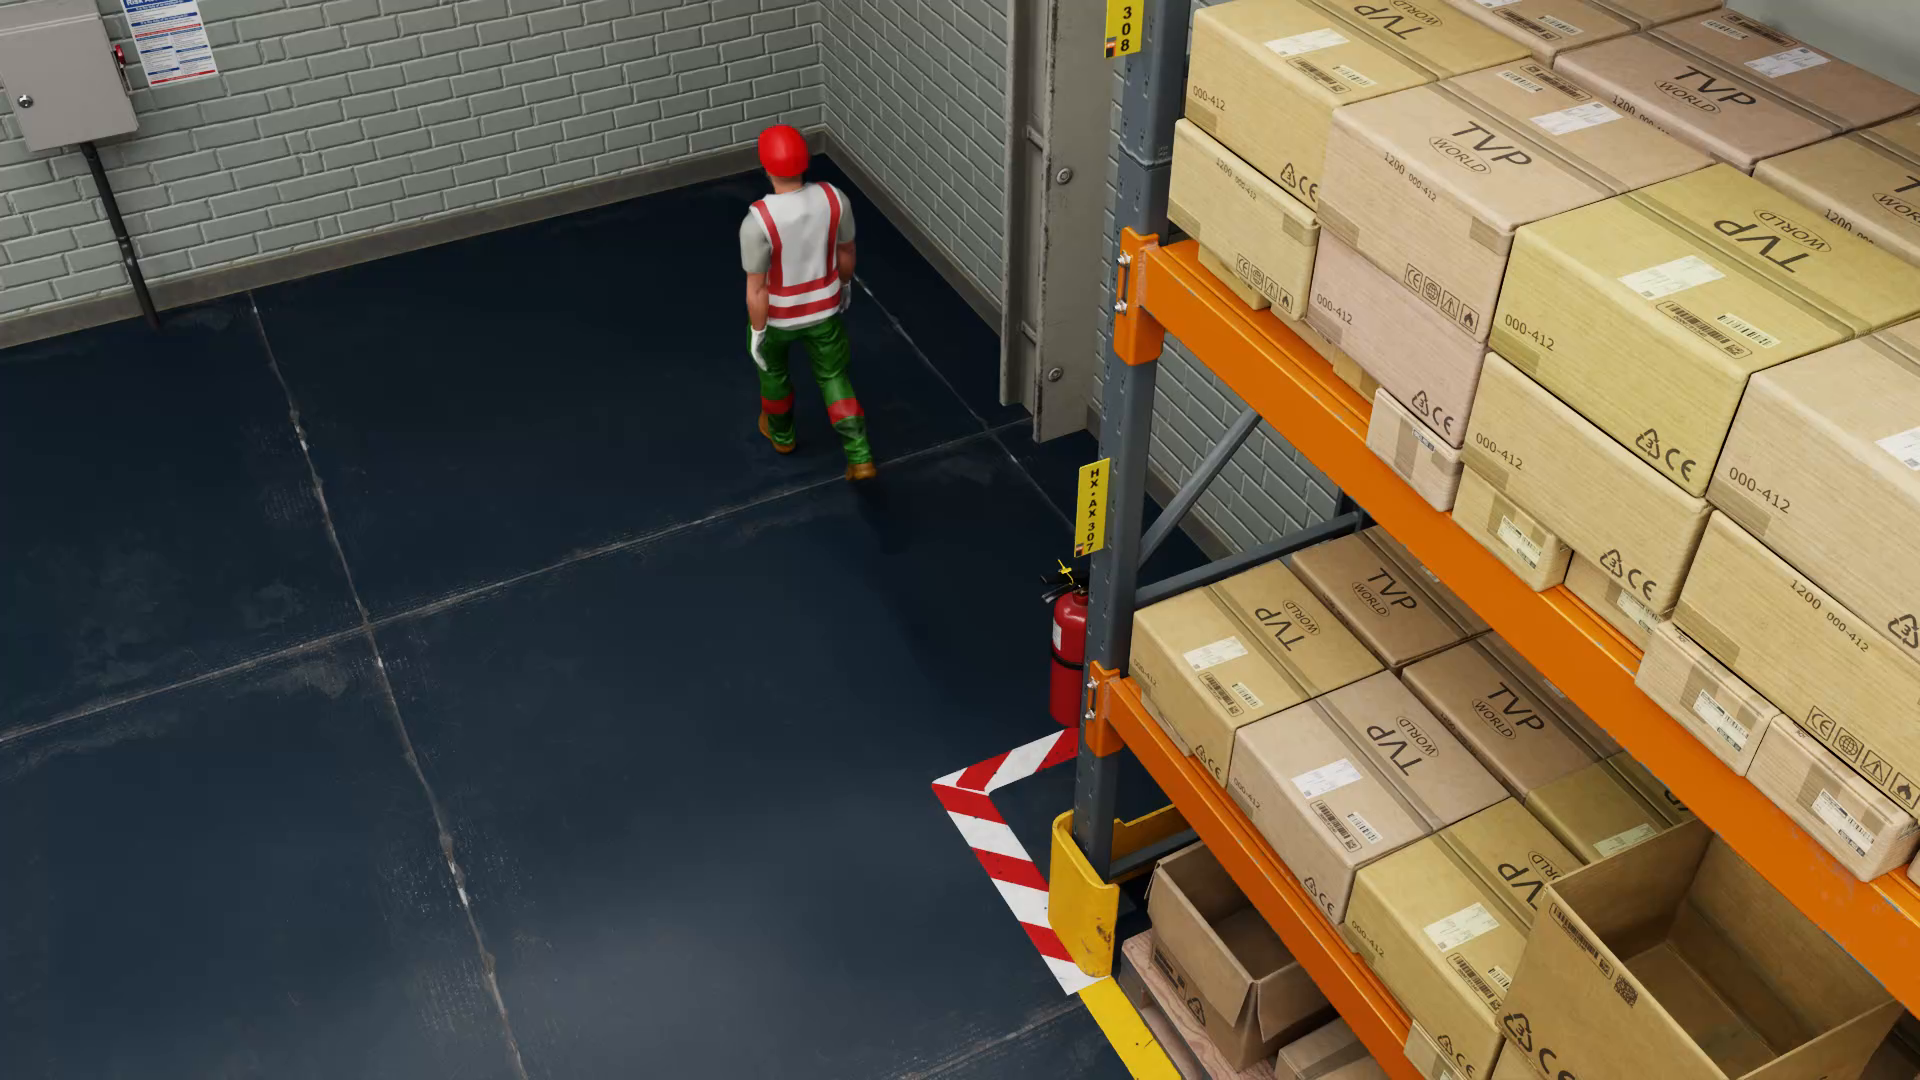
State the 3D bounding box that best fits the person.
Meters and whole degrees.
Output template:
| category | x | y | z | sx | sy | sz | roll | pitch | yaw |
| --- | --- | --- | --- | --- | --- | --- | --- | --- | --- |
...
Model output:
| category | x | y | z | sx | sy | sz | roll | pitch | yaw |
| --- | --- | --- | --- | --- | --- | --- | --- | --- | --- |
| person | -0.693 | -1.013 | 7.306 | 0.553 | 1.762 | 0.890 | -17 | 44 | -19 |
